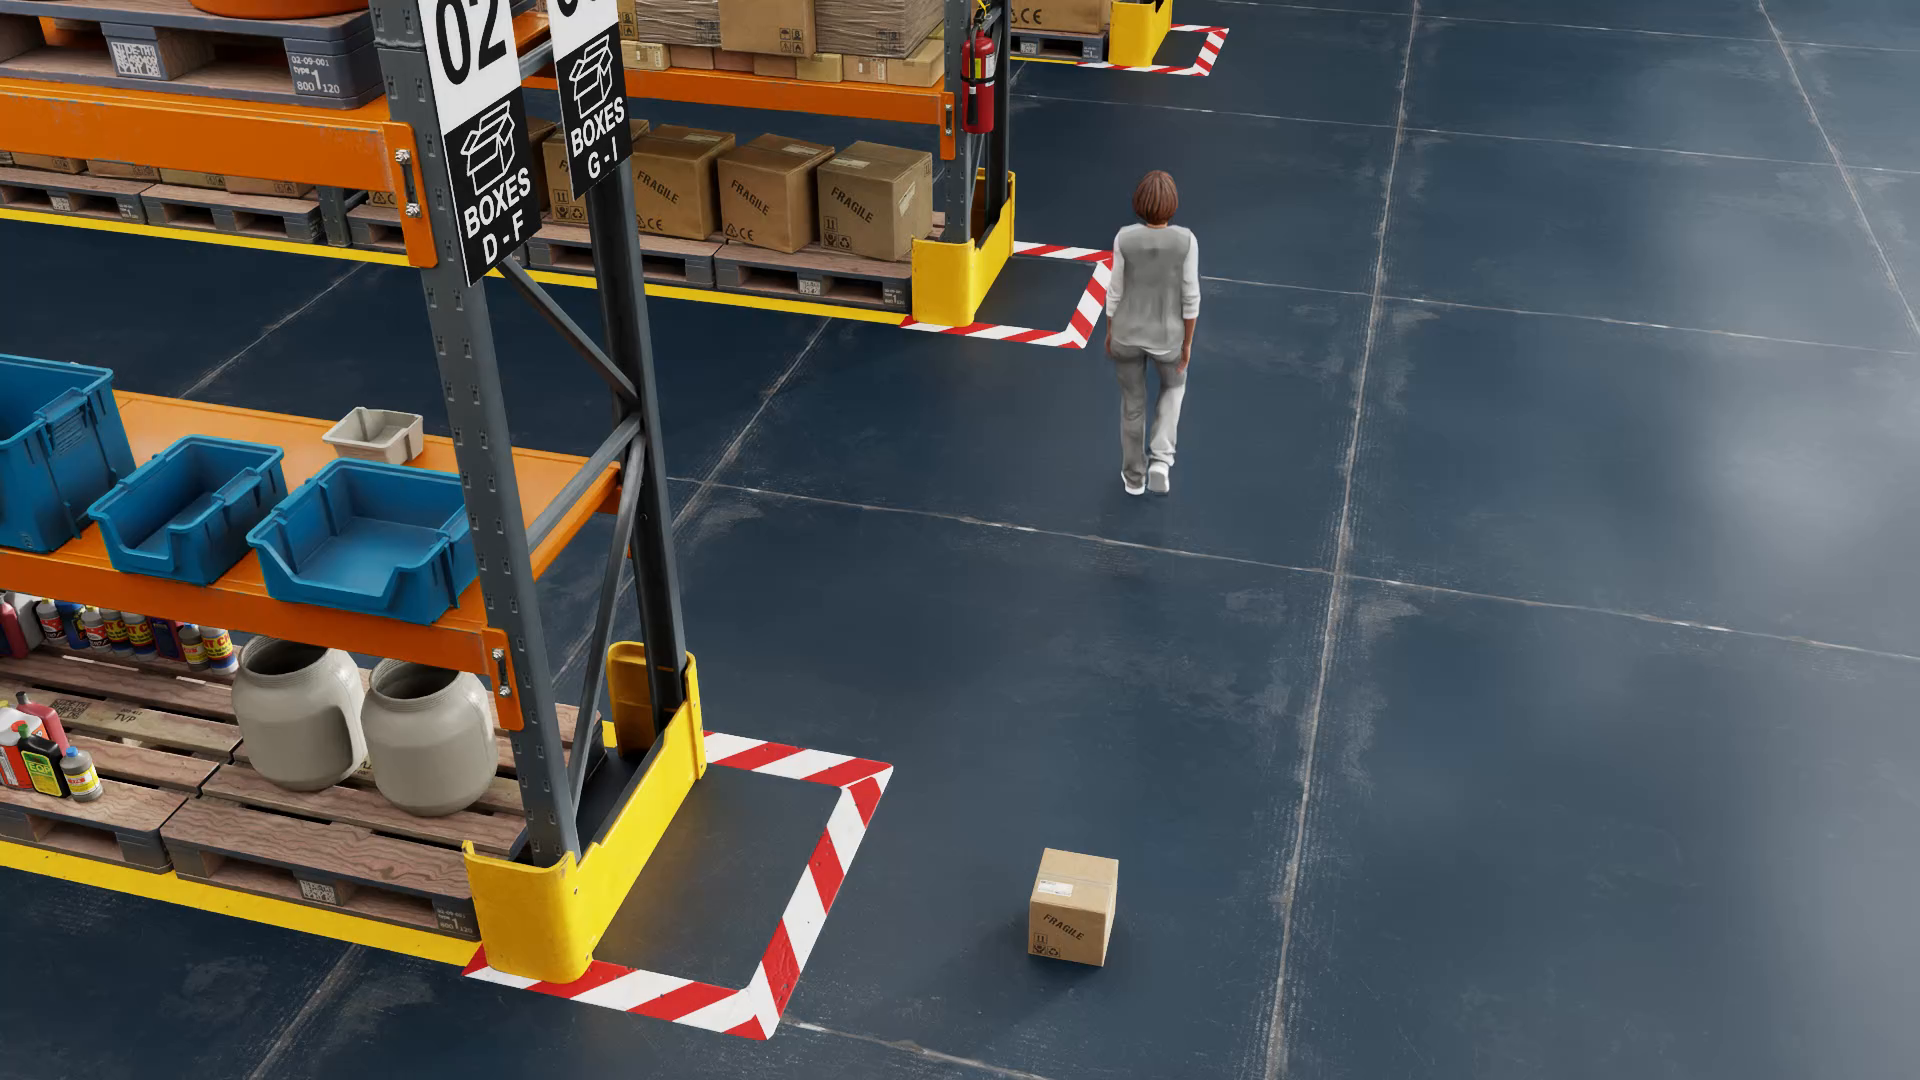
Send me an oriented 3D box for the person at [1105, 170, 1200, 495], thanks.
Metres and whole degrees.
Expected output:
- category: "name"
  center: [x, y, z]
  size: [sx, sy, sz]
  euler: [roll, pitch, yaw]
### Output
- category: "person"
  center: [0.854, -0.903, 7.481]
  size: [0.414, 1.590, 0.447]
  euler: [4, 33, 6]
